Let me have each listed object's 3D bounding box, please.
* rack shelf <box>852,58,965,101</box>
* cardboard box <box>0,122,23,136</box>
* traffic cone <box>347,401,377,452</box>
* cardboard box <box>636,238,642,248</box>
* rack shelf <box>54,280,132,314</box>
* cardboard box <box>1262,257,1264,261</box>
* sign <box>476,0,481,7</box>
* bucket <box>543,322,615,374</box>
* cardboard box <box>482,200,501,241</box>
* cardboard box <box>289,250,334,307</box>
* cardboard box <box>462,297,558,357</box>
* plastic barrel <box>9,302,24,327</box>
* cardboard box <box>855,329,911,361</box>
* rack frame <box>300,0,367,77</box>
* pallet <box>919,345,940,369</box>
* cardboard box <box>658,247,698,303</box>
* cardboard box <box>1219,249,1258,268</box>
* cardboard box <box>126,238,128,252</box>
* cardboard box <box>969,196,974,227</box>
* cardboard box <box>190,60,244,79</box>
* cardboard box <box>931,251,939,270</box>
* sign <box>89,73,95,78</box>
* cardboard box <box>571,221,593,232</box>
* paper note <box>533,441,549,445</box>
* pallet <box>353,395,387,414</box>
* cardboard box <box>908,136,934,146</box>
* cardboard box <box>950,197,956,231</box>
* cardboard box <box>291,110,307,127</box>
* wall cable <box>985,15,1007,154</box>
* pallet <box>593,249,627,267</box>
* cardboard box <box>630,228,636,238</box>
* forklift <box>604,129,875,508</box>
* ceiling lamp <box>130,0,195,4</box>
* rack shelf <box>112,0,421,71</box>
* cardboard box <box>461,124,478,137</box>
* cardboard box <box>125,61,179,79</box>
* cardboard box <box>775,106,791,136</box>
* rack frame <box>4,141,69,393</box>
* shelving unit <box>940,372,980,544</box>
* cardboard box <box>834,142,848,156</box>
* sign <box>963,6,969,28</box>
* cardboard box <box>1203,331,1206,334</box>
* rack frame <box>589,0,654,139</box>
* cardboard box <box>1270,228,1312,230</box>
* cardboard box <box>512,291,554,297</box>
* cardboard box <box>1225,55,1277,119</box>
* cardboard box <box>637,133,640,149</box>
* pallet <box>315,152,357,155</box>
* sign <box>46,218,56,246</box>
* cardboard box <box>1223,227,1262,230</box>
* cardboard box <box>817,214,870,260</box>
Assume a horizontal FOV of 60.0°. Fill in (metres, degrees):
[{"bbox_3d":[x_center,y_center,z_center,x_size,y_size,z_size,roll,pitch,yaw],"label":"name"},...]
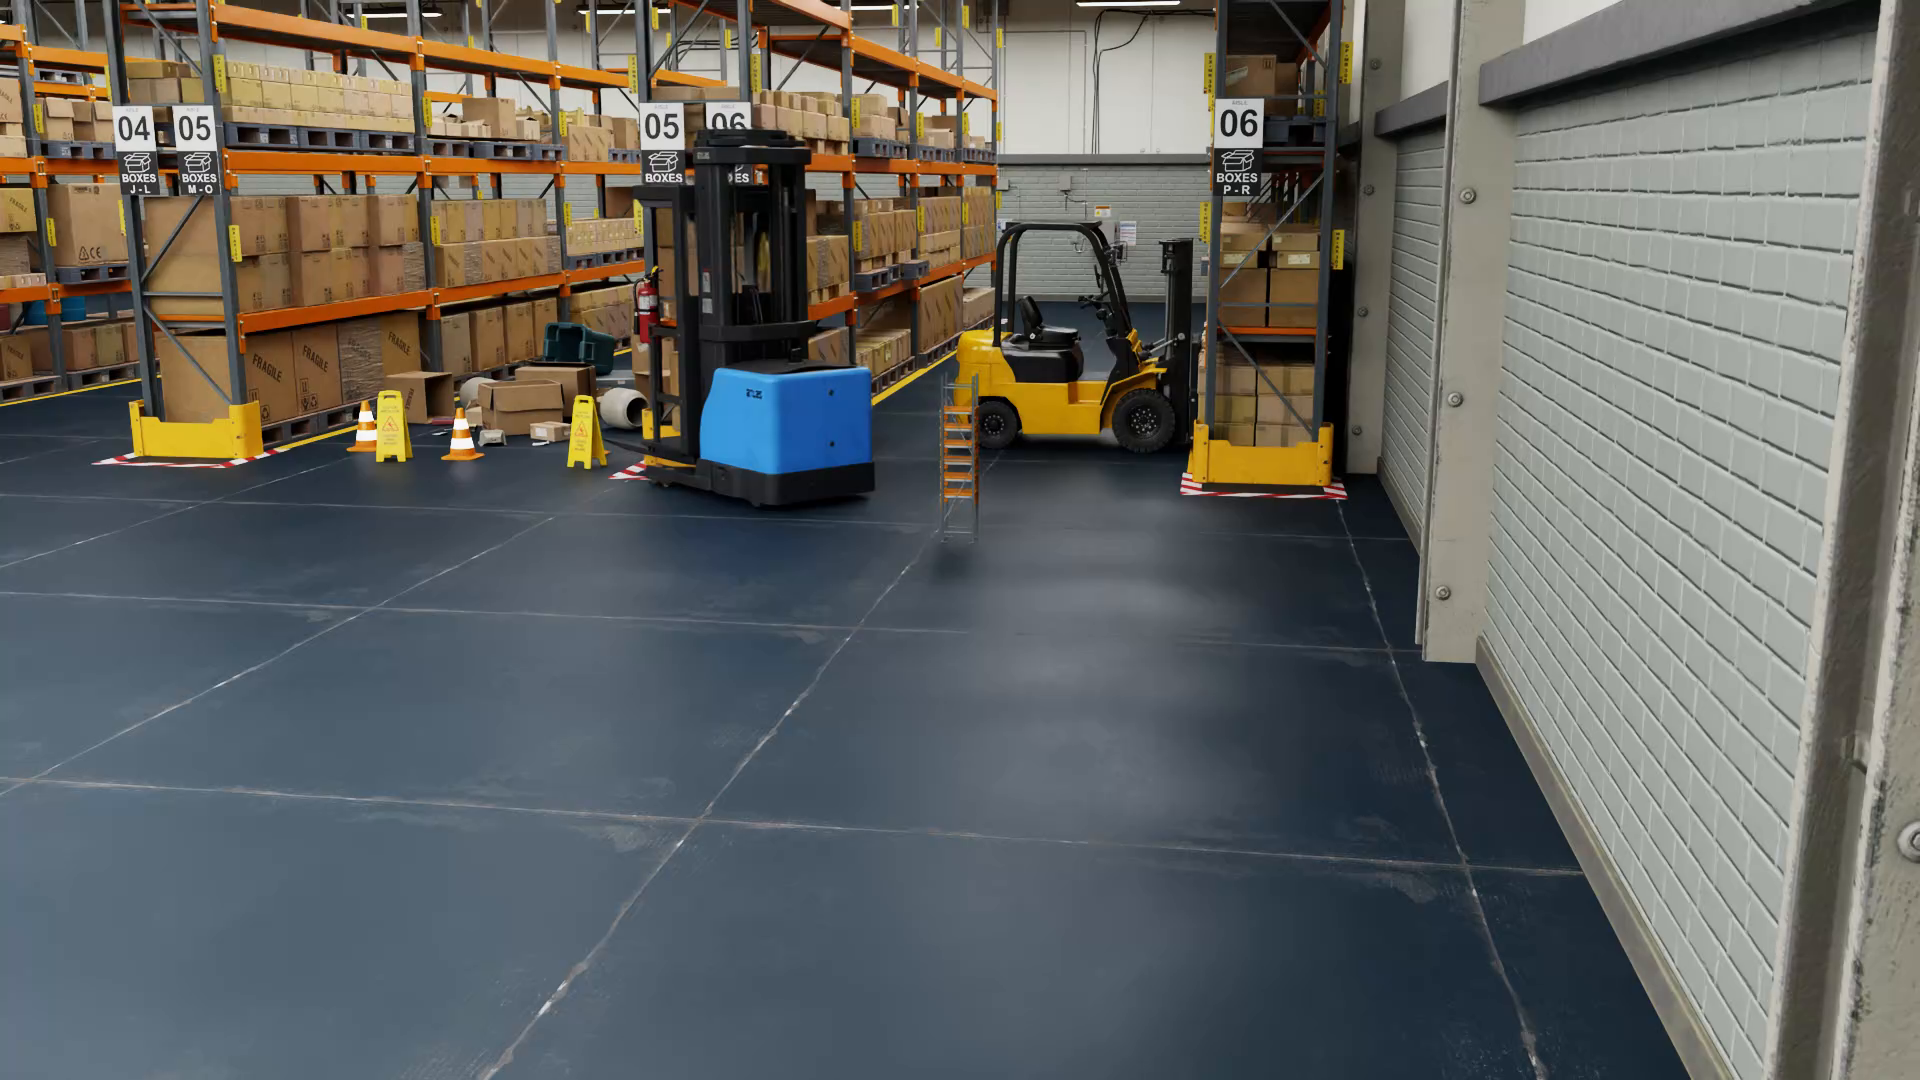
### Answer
[{"bbox_3d":[-0.762,-6.611,23.966,1.077,0.370,4.000,2,12,9],"label":"rack shelf"},{"bbox_3d":[-11.241,-4.808,19.475,0.380,0.149,0.250,2,12,10],"label":"cardboard box"},{"bbox_3d":[-5.722,-1.108,16.034,0.336,0.463,0.334,2,12,9],"label":"traffic cone"},{"bbox_3d":[-5.266,-4.720,26.376,0.380,0.149,0.250,2,12,9],"label":"cardboard box"},{"bbox_3d":[-11.169,-3.362,22.182,1.077,0.370,4.000,2,12,9],"label":"rack shelf"},{"bbox_3d":[2.754,-2.567,16.547,0.500,0.500,0.500,2,12,8],"label":"cardboard box"},{"bbox_3d":[-6.514,-7.392,22.528,0.100,0.325,0.005,2,12,9],"label":"sign"},{"bbox_3d":[-4.334,-2.156,19.038,0.726,0.611,0.620,7,4,28],"label":"bucket"},{"bbox_3d":[-6.287,-4.074,21.169,0.700,0.500,0.500,2,12,8],"label":"cardboard box"},{"bbox_3d":[-6.921,-2.663,16.874,0.875,0.550,0.550,2,12,9],"label":"cardboard box"},{"bbox_3d":[-6.159,-2.930,22.813,1.050,0.750,0.750,2,12,8],"label":"cardboard box"},{"bbox_3d":[-15.525,-3.738,27.126,0.421,0.512,0.421,0,12,0],"label":"plastic barrel"},{"bbox_3d":[-1.166,-2.613,22.237,0.950,0.372,0.625,1,12,5],"label":"cardboard box"},{"bbox_3d":[-10.246,-7.896,27.270,1.000,3.000,0.127,2,12,9],"label":"rack frame"},{"bbox_3d":[-0.874,-2.608,23.592,1.003,0.211,1.213,2,12,9],"label":"pallet"},{"bbox_3d":[-2.489,-2.460,15.345,0.500,0.500,0.500,2,12,8],"label":"cardboard box"},{"bbox_3d":[2.382,-2.431,14.376,0.380,0.149,0.250,2,12,9],"label":"cardboard box"},{"bbox_3d":[-11.301,-3.917,21.808,0.797,0.503,0.637,3,13,14],"label":"cardboard box"},{"bbox_3d":[-0.058,-5.376,27.207,0.500,0.500,0.500,2,12,8],"label":"cardboard box"},{"bbox_3d":[-6.841,-4.330,15.314,0.380,0.149,0.250,2,12,9],"label":"cardboard box"},{"bbox_3d":[-0.598,-4.046,24.004,0.500,0.250,0.500,2,12,11],"label":"cardboard box"},{"bbox_3d":[-14.597,-7.936,27.952,0.100,0.325,0.005,2,12,9],"label":"sign"},{"bbox_3d":[-5.592,-4.574,24.284,0.380,0.149,0.250,1,12,6],"label":"cardboard box"},{"bbox_3d":[-4.121,-0.954,16.346,0.148,0.019,0.142,-2,12,-11],"label":"paper note"},{"bbox_3d":[-6.786,-1.597,18.902,1.003,0.211,1.213,2,12,9],"label":"pallet"},{"bbox_3d":[-0.597,-5.801,24.227,0.380,0.166,0.250,3,13,13],"label":"cardboard box"},{"bbox_3d":[-0.347,-4.970,25.326,0.500,0.500,0.500,2,12,10],"label":"cardboard box"},{"bbox_3d":[-6.682,-4.152,16.382,0.380,0.149,0.250,2,12,9],"label":"cardboard box"},{"bbox_3d":[0.757,-9.600,35.180,0.463,3.000,0.029,2,12,9],"label":"wall cable"},{"bbox_3d":[-5.712,-4.268,25.133,1.003,0.211,1.213,2,12,9],"label":"pallet"},{"bbox_3d":[-5.307,-4.813,26.102,0.380,0.149,0.250,2,12,11],"label":"cardboard box"},{"bbox_3d":[-2.028,-1.940,14.037,1.130,2.935,3.031,-10,16,-39],"label":"forklift"},{"bbox_3d":[-16.535,-12.380,34.225,2.000,3.185,0.800,2,12,9],"label":"ceiling lamp"},{"bbox_3d":[-6.899,-5.085,16.885,1.077,0.370,4.000,2,12,9],"label":"rack shelf"},{"bbox_3d":[-6.119,-4.997,20.301,0.380,0.149,0.250,2,12,9],"label":"cardboard box"},{"bbox_3d":[-7.490,-4.352,15.416,0.380,0.149,0.250,2,12,9],"label":"cardboard box"},{"bbox_3d":[-1.872,-3.883,15.420,0.500,0.250,0.500,2,12,8],"label":"cardboard box"},{"bbox_3d":[-11.477,-3.298,20.175,1.000,3.000,0.127,2,12,9],"label":"rack frame"},{"bbox_3d":[-0.002,-0.584,11.853,0.258,1.200,0.189,2,12,9],"label":"shelving unit"},{"bbox_3d":[-1.431,-4.244,18.044,0.380,0.149,0.250,2,12,9],"label":"cardboard box"},{"bbox_3d":[0.084,-8.055,25.603,0.100,0.325,0.005,2,12,9],"label":"sign"},{"bbox_3d":[2.836,-2.076,17.662,0.500,0.250,0.500,2,12,8],"label":"cardboard box"},{"bbox_3d":[-5.361,-7.714,26.427,1.000,3.000,0.127,2,12,9],"label":"rack frame"},{"bbox_3d":[3.134,-2.879,15.750,0.380,0.149,0.250,2,12,9],"label":"cardboard box"},{"bbox_3d":[-6.130,-3.449,24.035,0.500,0.250,0.500,2,12,7],"label":"cardboard box"},{"bbox_3d":[2.433,-3.853,14.161,0.500,0.500,0.500,2,12,11],"label":"cardboard box"},{"bbox_3d":[-5.050,-6.511,27.135,0.500,0.250,0.500,2,12,11],"label":"cardboard box"},{"bbox_3d":[-10.339,-6.143,26.713,0.805,0.209,1.217,1,12,6],"label":"pallet"},{"bbox_3d":[-10.939,-3.705,20.009,0.100,0.325,0.005,2,12,9],"label":"sign"},{"bbox_3d":[2.682,-2.896,15.828,0.380,0.149,0.250,2,12,9],"label":"cardboard box"},{"bbox_3d":[-1.329,-3.464,19.008,0.500,0.500,0.500,2,12,10],"label":"cardboard box"}]
